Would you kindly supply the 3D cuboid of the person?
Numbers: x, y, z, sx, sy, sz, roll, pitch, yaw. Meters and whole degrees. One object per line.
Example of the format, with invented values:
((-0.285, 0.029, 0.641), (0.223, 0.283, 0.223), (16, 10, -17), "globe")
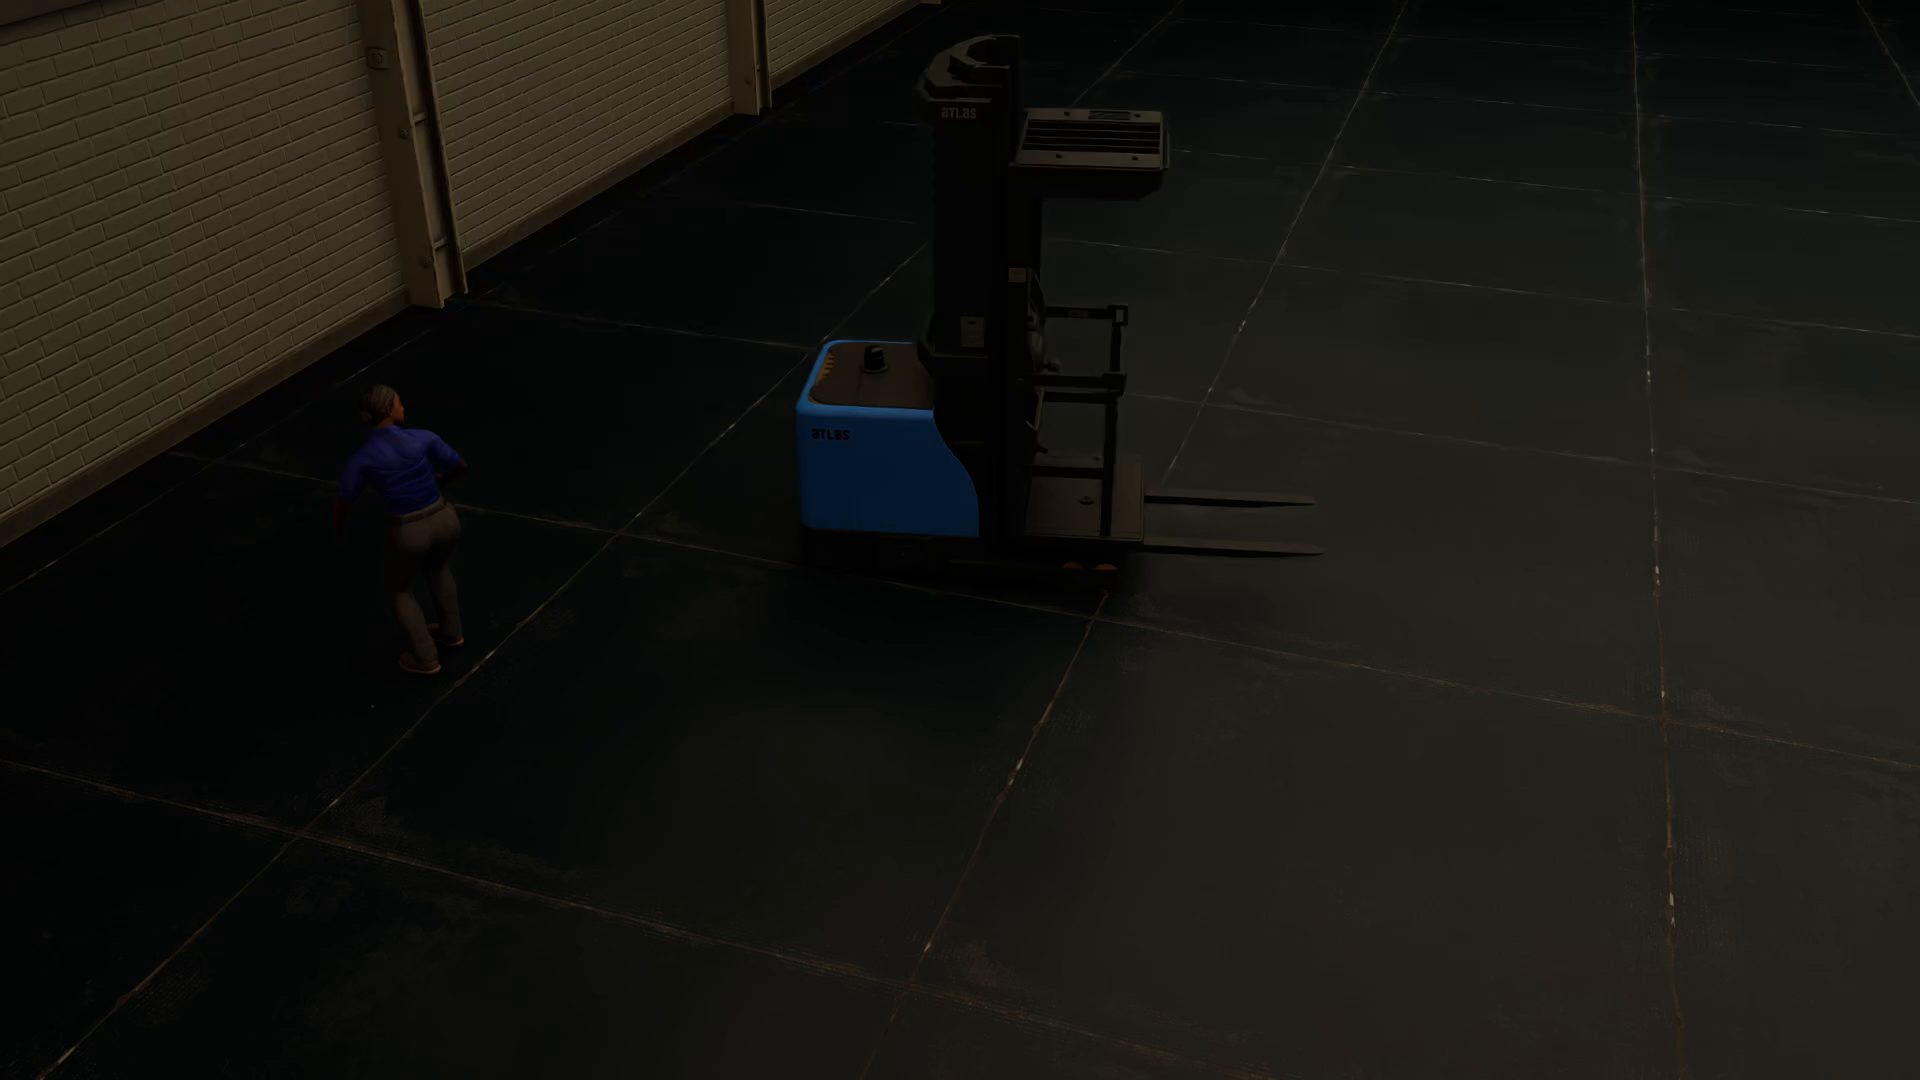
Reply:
((-2.869, -0.063, 8.615), (0.678, 1.609, 0.471), (-21, 36, -32), "person")

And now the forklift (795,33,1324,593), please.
((0.612, -1.246, 9.323), (3.031, 2.935, 1.130), (3, 30, 5), "forklift")
